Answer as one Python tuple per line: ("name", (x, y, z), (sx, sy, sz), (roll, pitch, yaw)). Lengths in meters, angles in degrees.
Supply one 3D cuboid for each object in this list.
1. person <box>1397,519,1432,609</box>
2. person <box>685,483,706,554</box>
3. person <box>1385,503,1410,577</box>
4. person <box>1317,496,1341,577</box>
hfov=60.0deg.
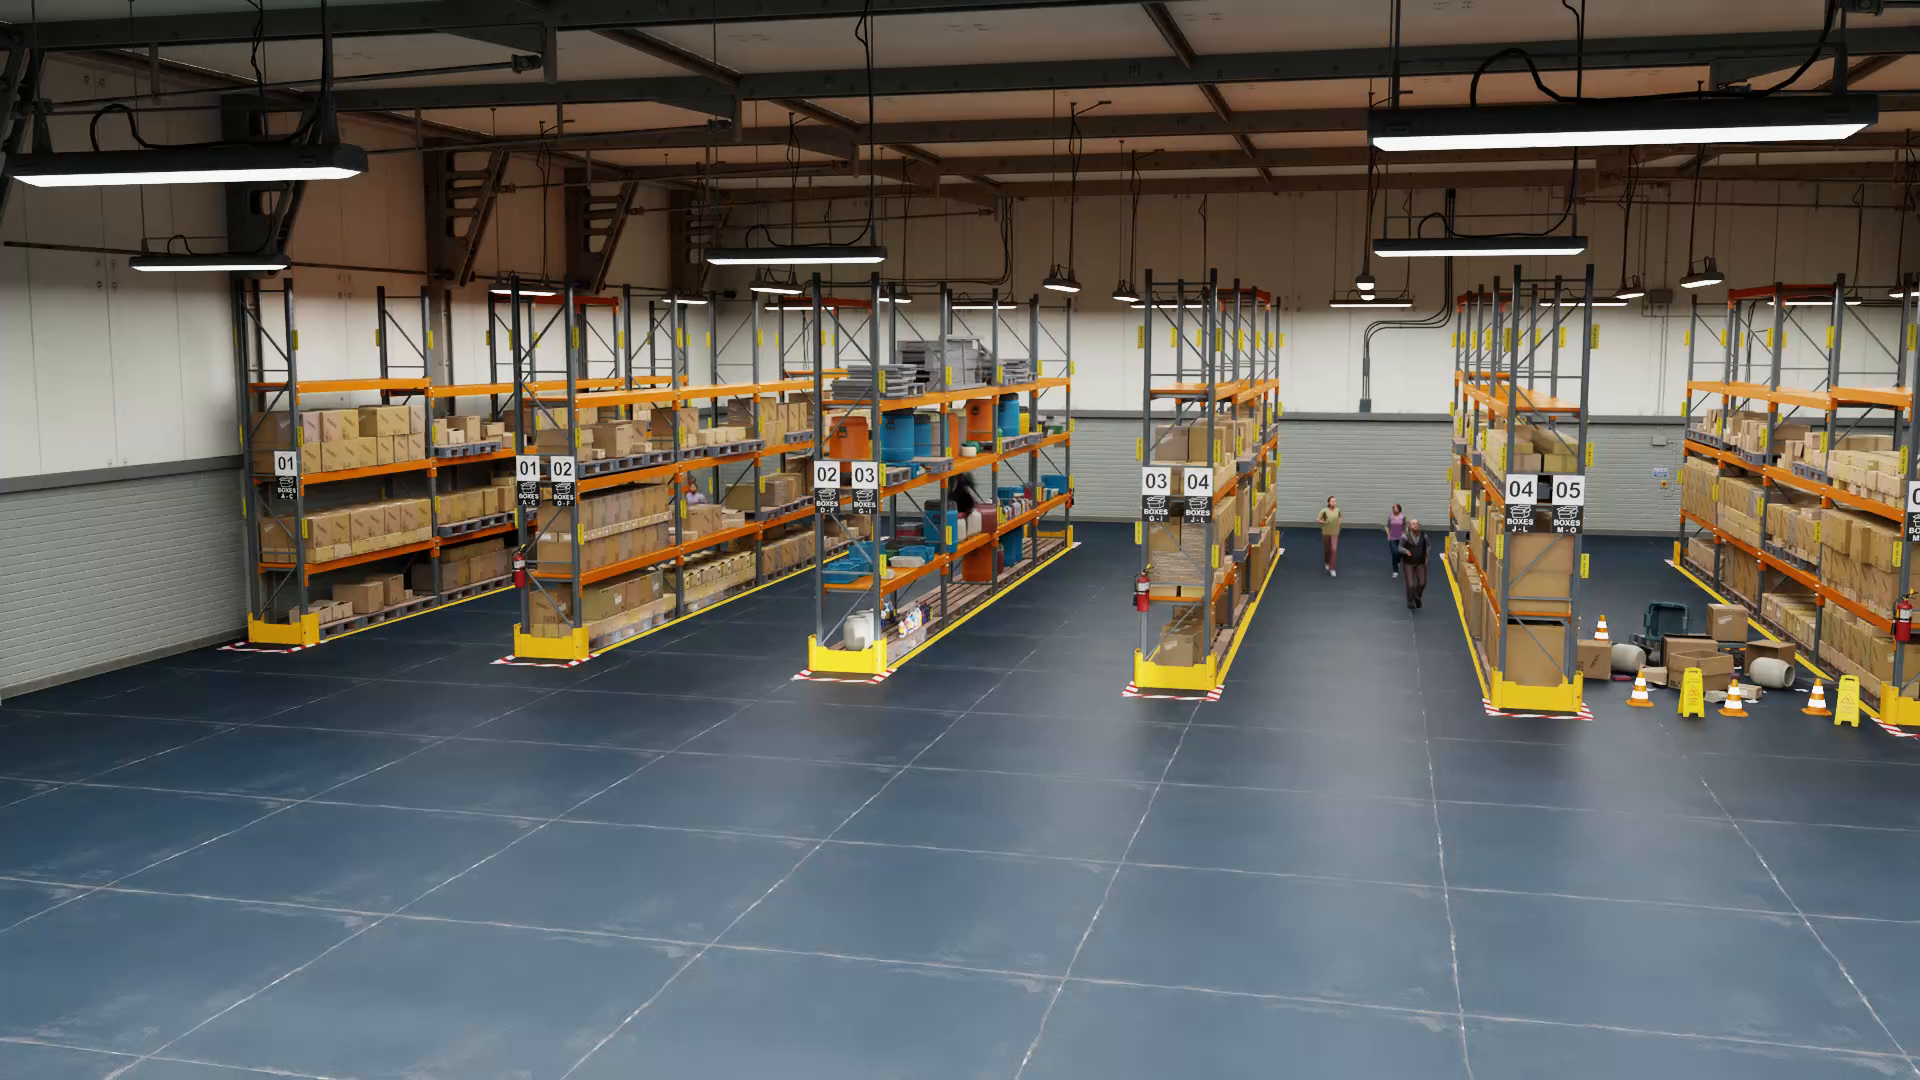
("person", (8.454, 0.460, 30.868), (0.647, 1.684, 0.602), (1, 7, 7))
("person", (-6.238, -0.535, 39.224), (0.605, 1.638, 0.936), (1, 7, 8))
("person", (9.301, -0.001, 35.396), (0.536, 1.572, 0.522), (3, 7, 20))
("person", (7.929, -0.107, 35.709), (0.560, 1.691, 0.898), (0, 7, 3))
